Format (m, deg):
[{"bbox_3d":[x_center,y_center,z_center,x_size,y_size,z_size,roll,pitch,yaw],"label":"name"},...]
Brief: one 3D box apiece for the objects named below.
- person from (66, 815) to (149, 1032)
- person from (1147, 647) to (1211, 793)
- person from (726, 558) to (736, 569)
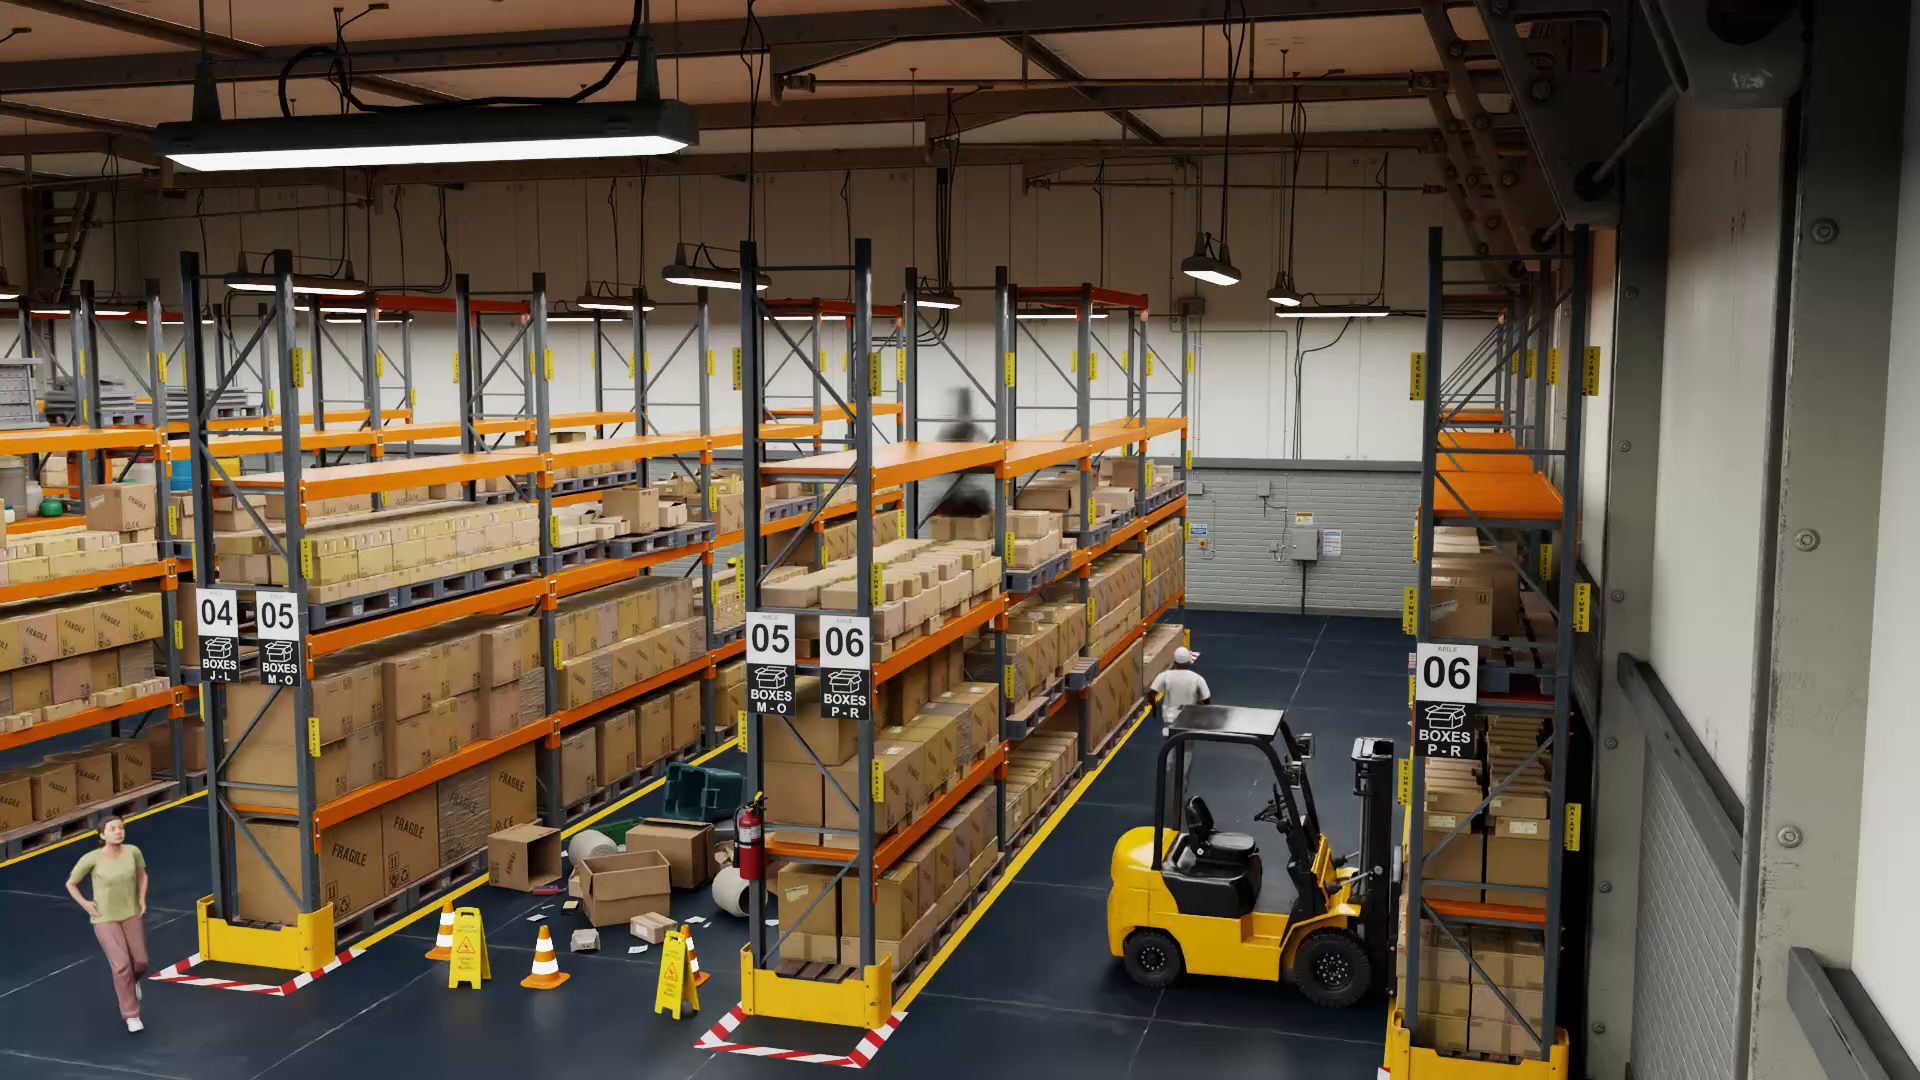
[{"bbox_3d":[-6.508,2.940,12.841,0.582,1.615,0.652,-6,9,-45],"label":"person"},{"bbox_3d":[2.615,2.099,19.719,0.719,1.714,0.608,2,7,15],"label":"person"},{"bbox_3d":[-3.852,1.154,28.245,0.697,1.717,0.609,2,7,14],"label":"person"}]
